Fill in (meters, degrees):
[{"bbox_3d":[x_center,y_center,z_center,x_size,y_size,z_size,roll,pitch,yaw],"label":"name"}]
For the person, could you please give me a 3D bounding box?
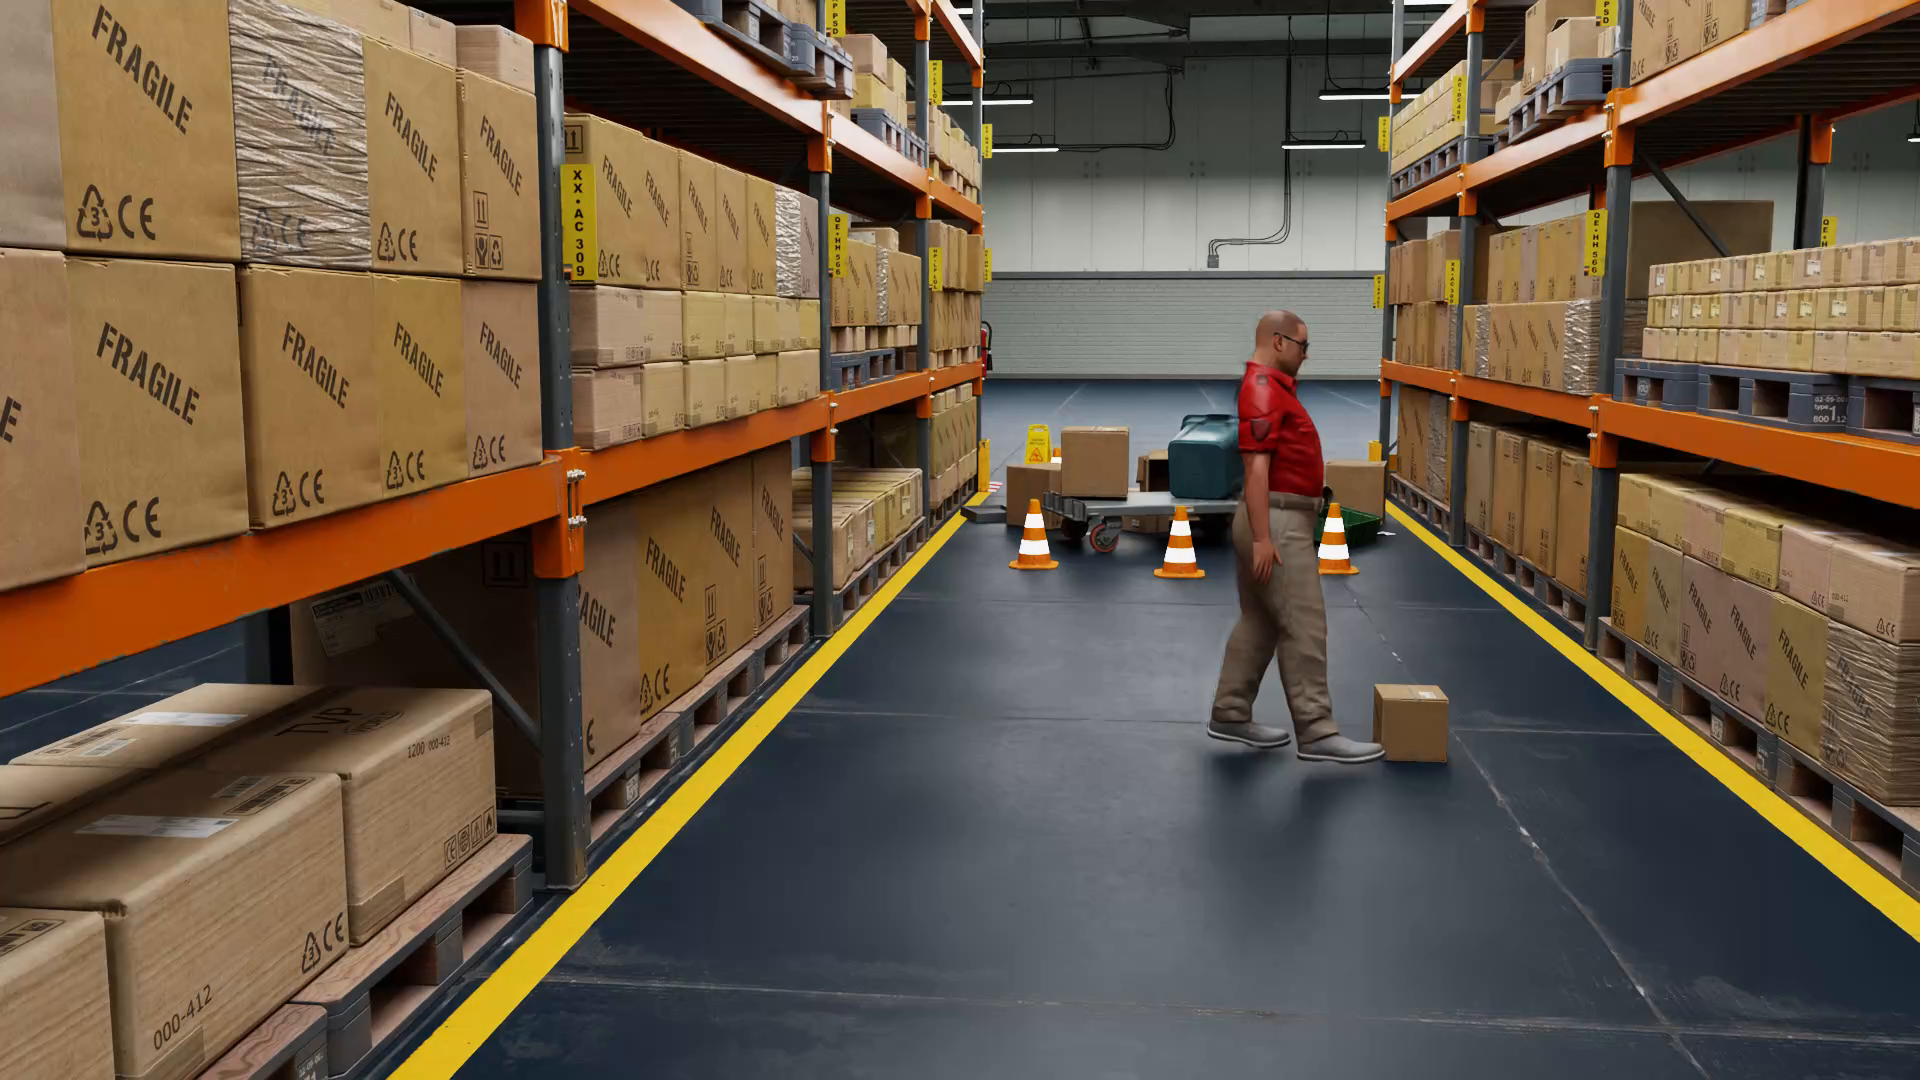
[{"bbox_3d":[1.309,-0.023,6.405,0.668,1.716,0.559,1,8,11],"label":"person"}]
